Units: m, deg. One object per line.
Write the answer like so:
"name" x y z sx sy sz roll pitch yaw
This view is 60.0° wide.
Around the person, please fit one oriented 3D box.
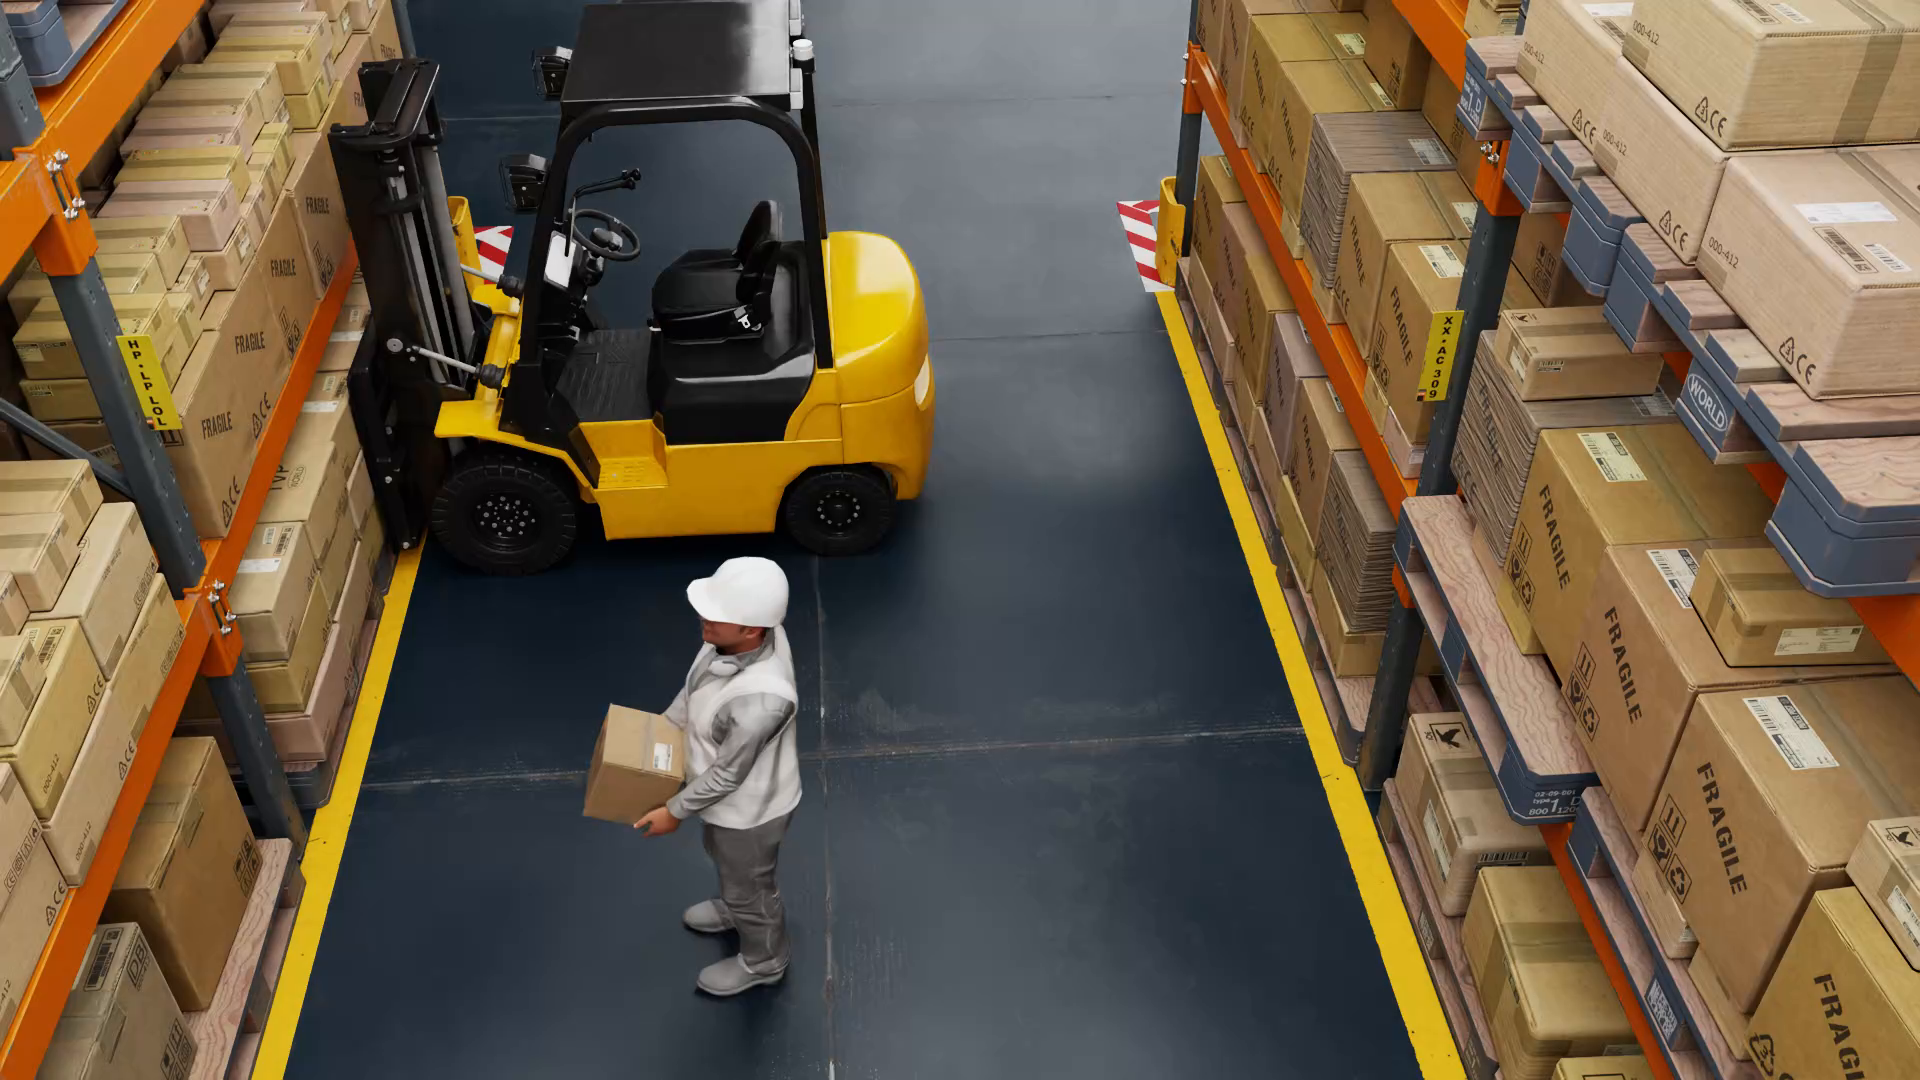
"person" -0.755 0.762 5.184 0.540 1.776 0.531 -9 40 -11
